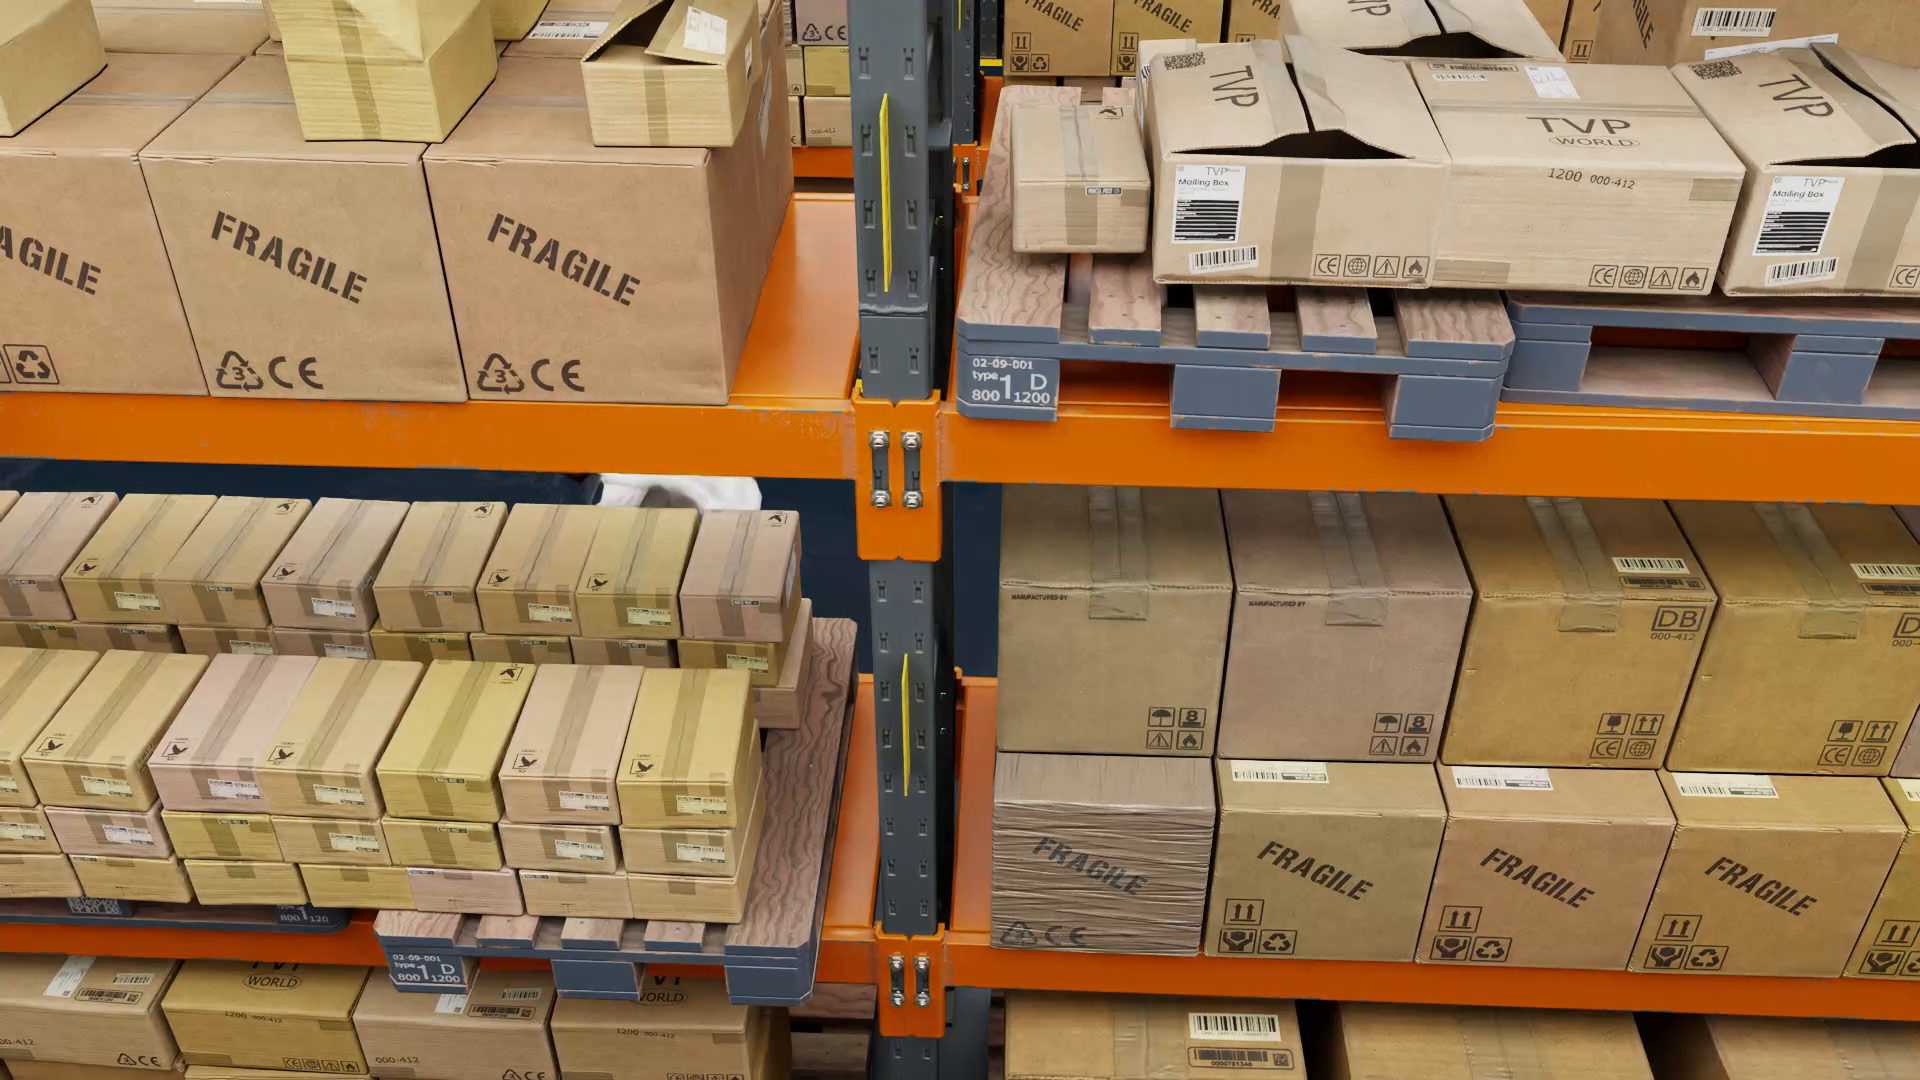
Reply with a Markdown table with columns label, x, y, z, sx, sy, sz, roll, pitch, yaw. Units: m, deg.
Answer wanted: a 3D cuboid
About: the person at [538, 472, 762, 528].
| label | x | y | z | sx | sy | sz | roll | pitch | yaw |
| --- | --- | --- | --- | --- | --- | --- | --- | --- | --- |
| person | -1.249 | -0.054 | 6.787 | 0.862 | 1.091 | 0.599 | 1 | 35 | 2 |
